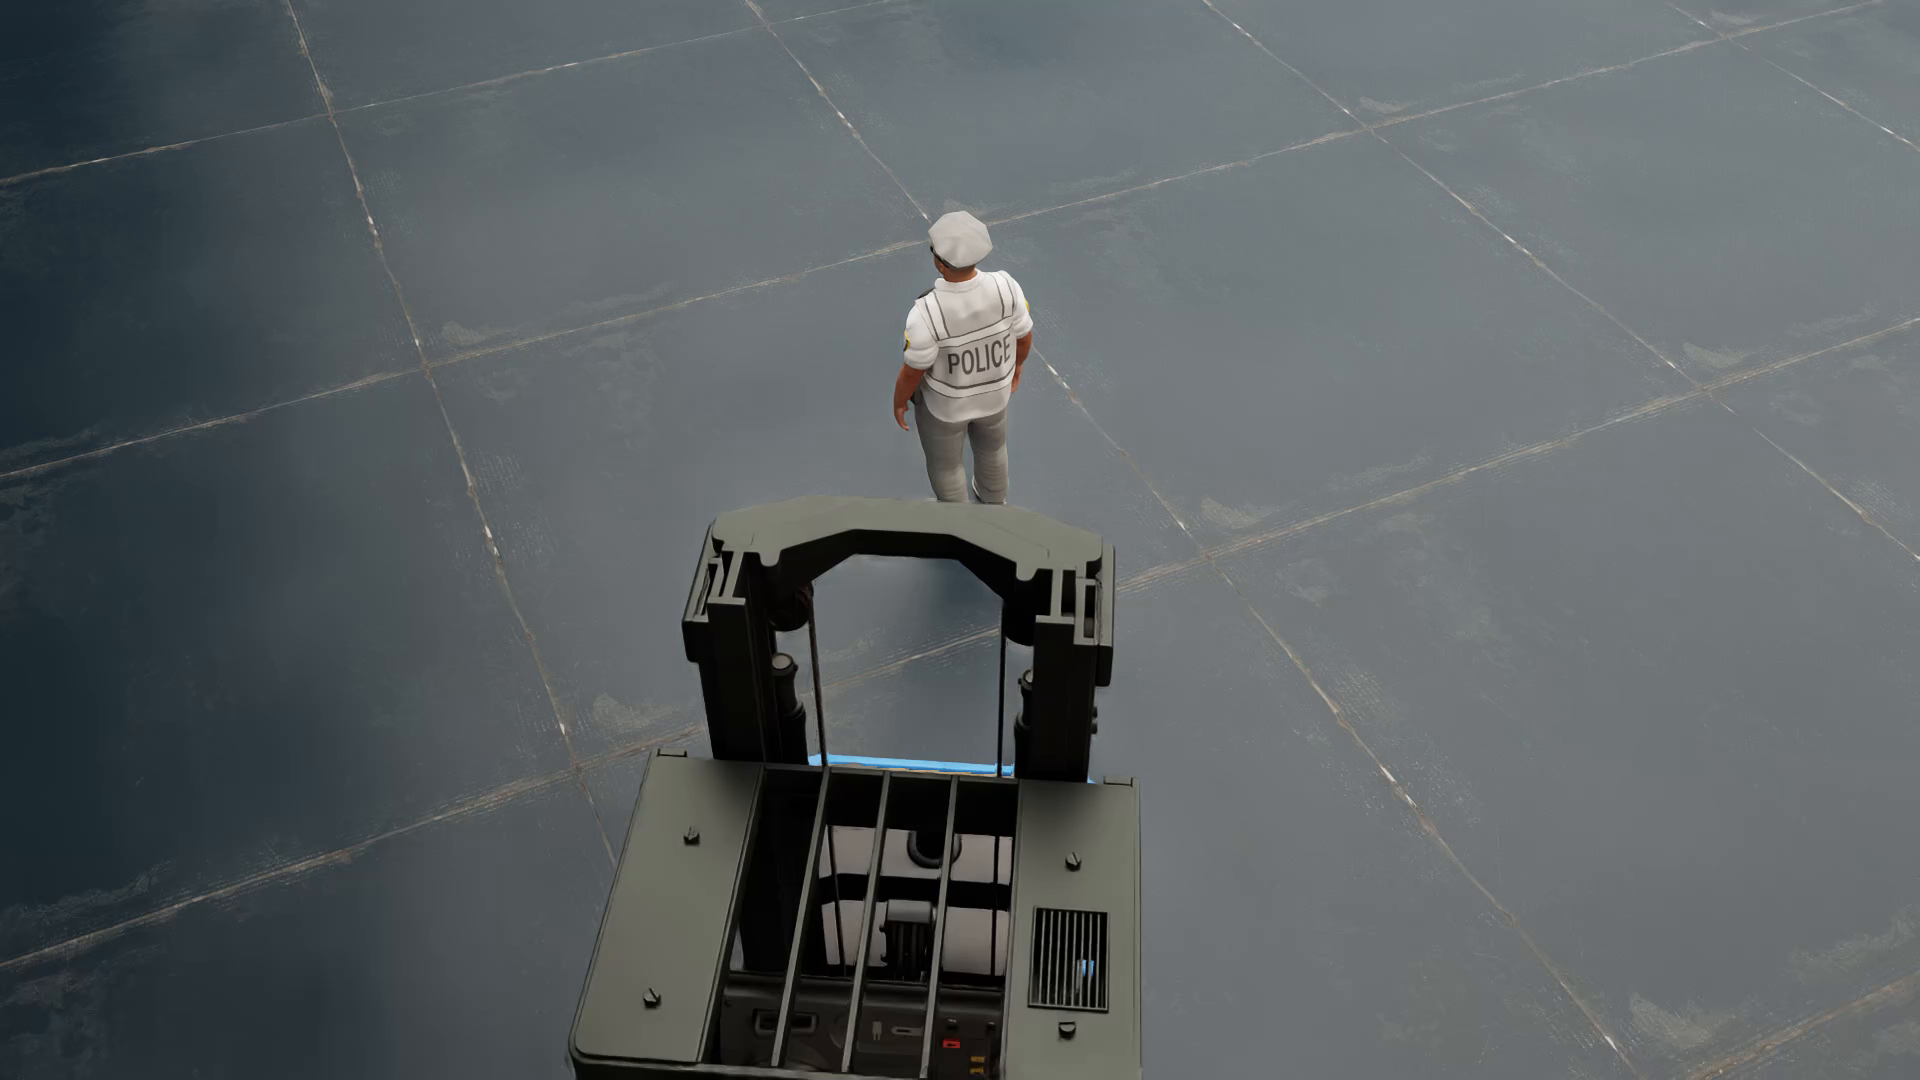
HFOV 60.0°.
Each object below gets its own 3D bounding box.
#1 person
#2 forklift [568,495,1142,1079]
[{"bbox_3d":[-0.022,-0.707,7.272,0.640,1.778,0.575,-18,46,-18],"label":"person"},{"bbox_3d":[-0.170,1.447,4.129,1.130,2.935,3.031,3,43,3],"label":"forklift"}]
